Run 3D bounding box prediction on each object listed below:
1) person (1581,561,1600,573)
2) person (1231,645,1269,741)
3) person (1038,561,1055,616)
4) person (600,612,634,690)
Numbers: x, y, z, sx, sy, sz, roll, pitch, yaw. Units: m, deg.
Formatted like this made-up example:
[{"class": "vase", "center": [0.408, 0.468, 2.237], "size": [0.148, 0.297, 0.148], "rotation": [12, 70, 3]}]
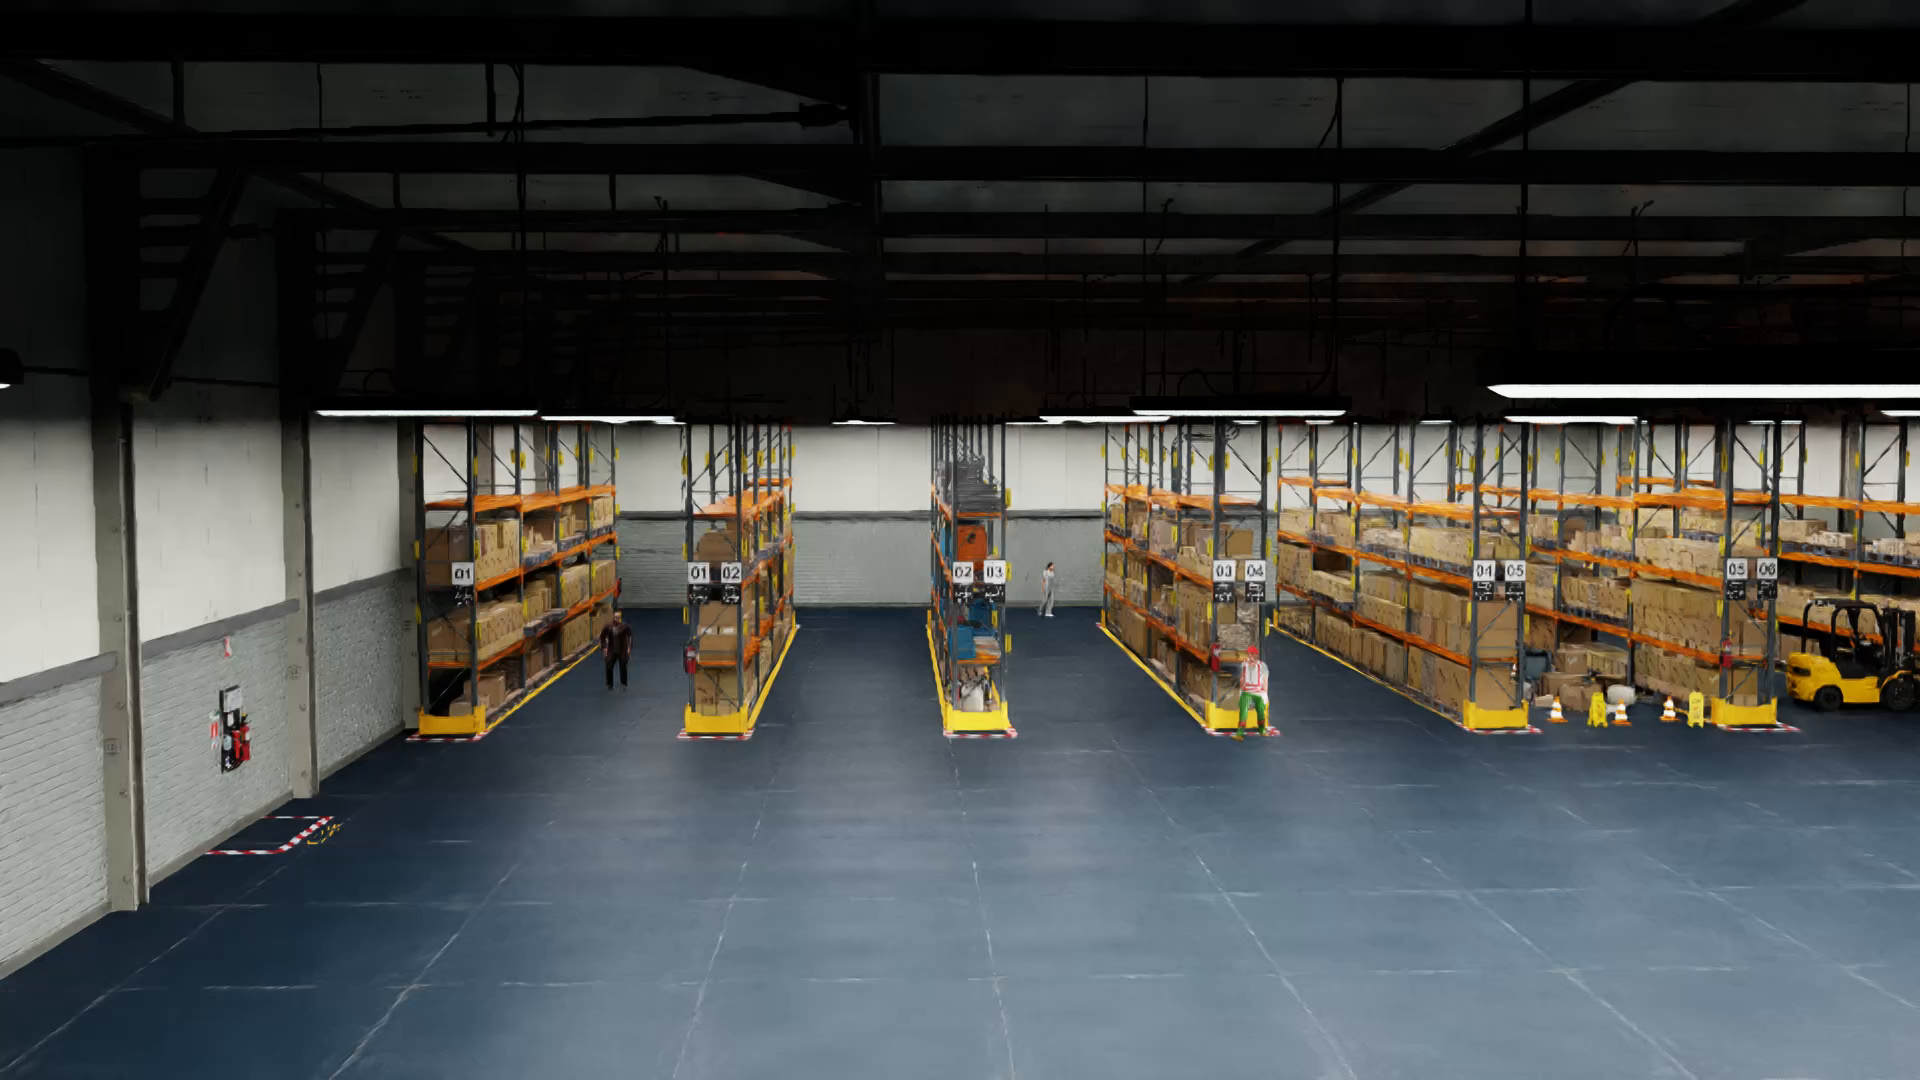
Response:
[{"class": "person", "center": [19.789, 1.282, 52.192], "size": [0.496, 1.751, 0.673], "rotation": [-3, 5, -36]}, {"class": "person", "center": [5.333, 2.782, 30.366], "size": [0.593, 1.744, 0.944], "rotation": [2, 4, 25]}, {"class": "person", "center": [2.614, 1.473, 50.383], "size": [0.501, 1.657, 0.537], "rotation": [-3, 5, -39]}, {"class": "person", "center": [-7.460, 2.402, 36.155], "size": [0.729, 1.733, 0.546], "rotation": [0, 4, -3]}]
